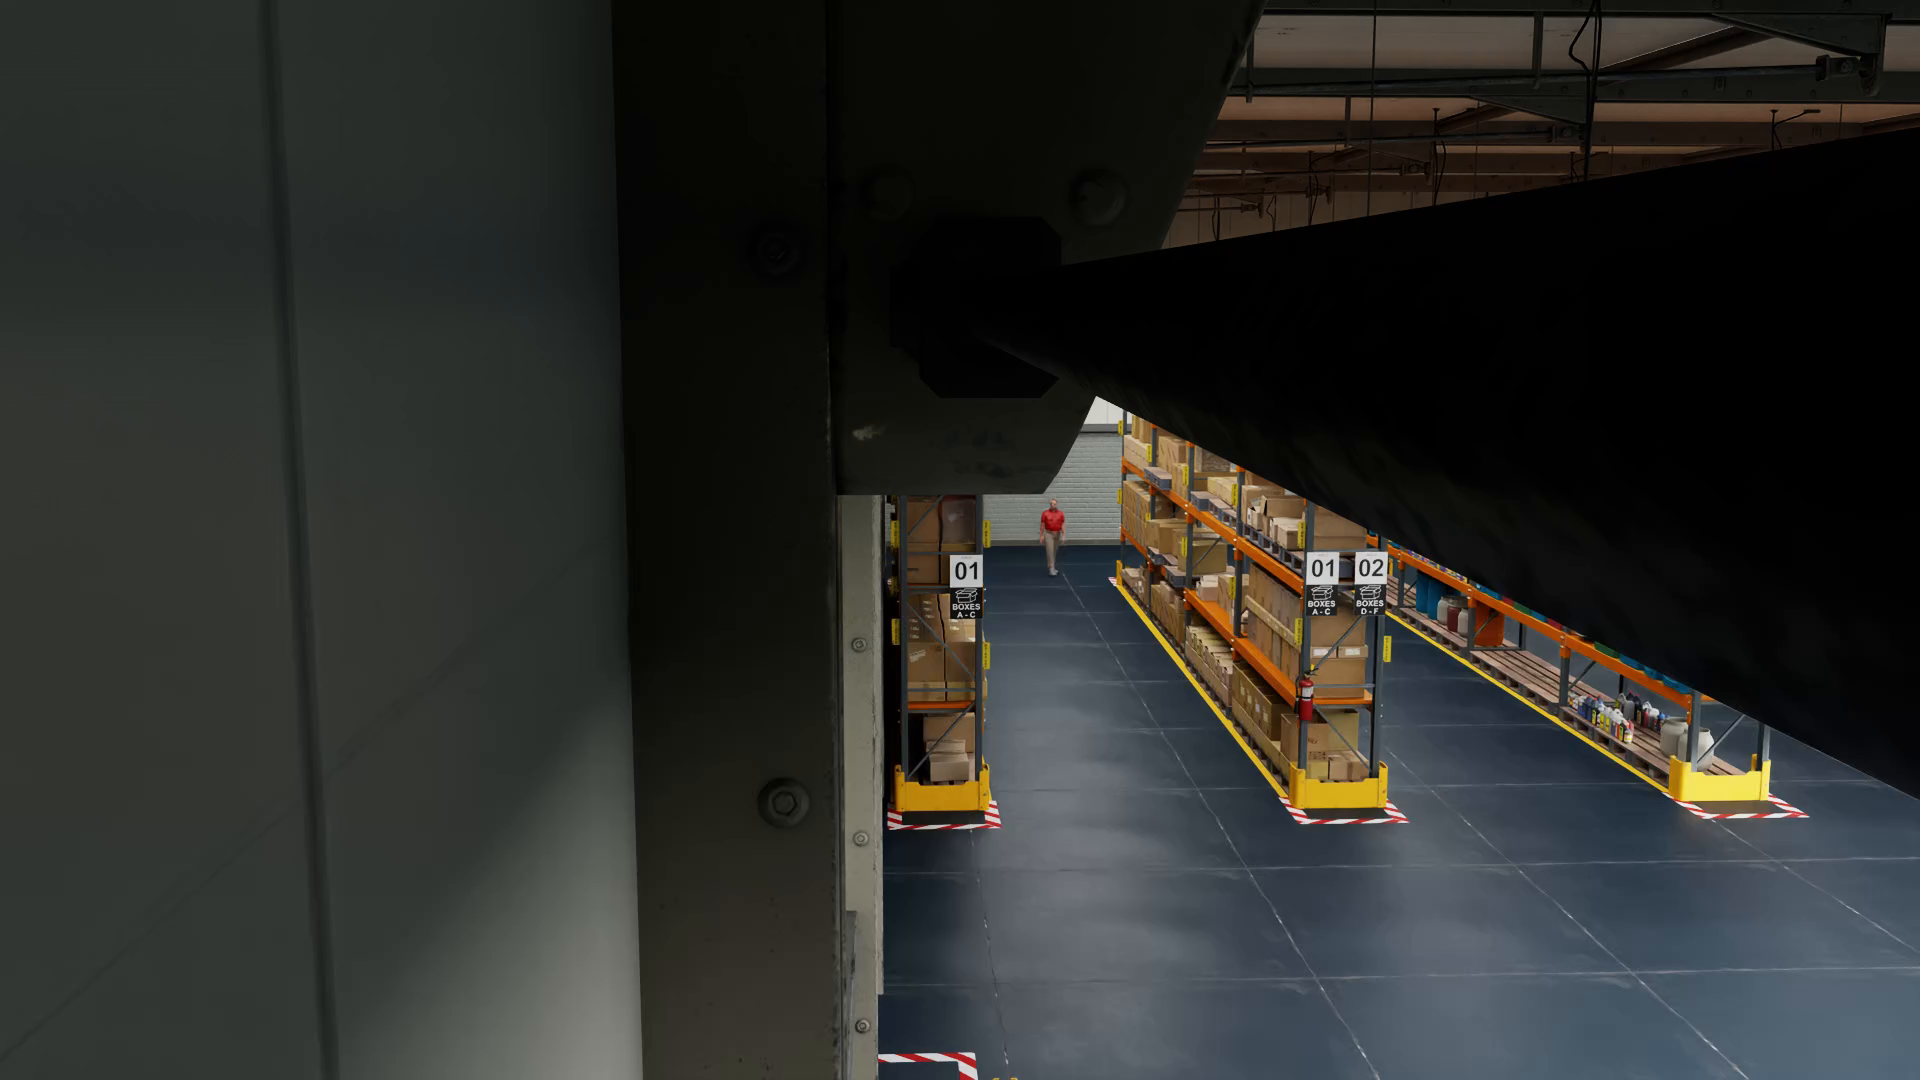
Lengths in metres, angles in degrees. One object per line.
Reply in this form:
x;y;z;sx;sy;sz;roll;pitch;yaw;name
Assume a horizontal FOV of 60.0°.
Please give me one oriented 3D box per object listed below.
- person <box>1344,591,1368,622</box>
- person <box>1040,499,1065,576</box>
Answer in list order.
6.413;1.544;27.259;0.615;1.633;0.637;-1;8;-7;person
2.151;-0.071;37.700;0.533;1.715;0.704;-5;10;-32;person
